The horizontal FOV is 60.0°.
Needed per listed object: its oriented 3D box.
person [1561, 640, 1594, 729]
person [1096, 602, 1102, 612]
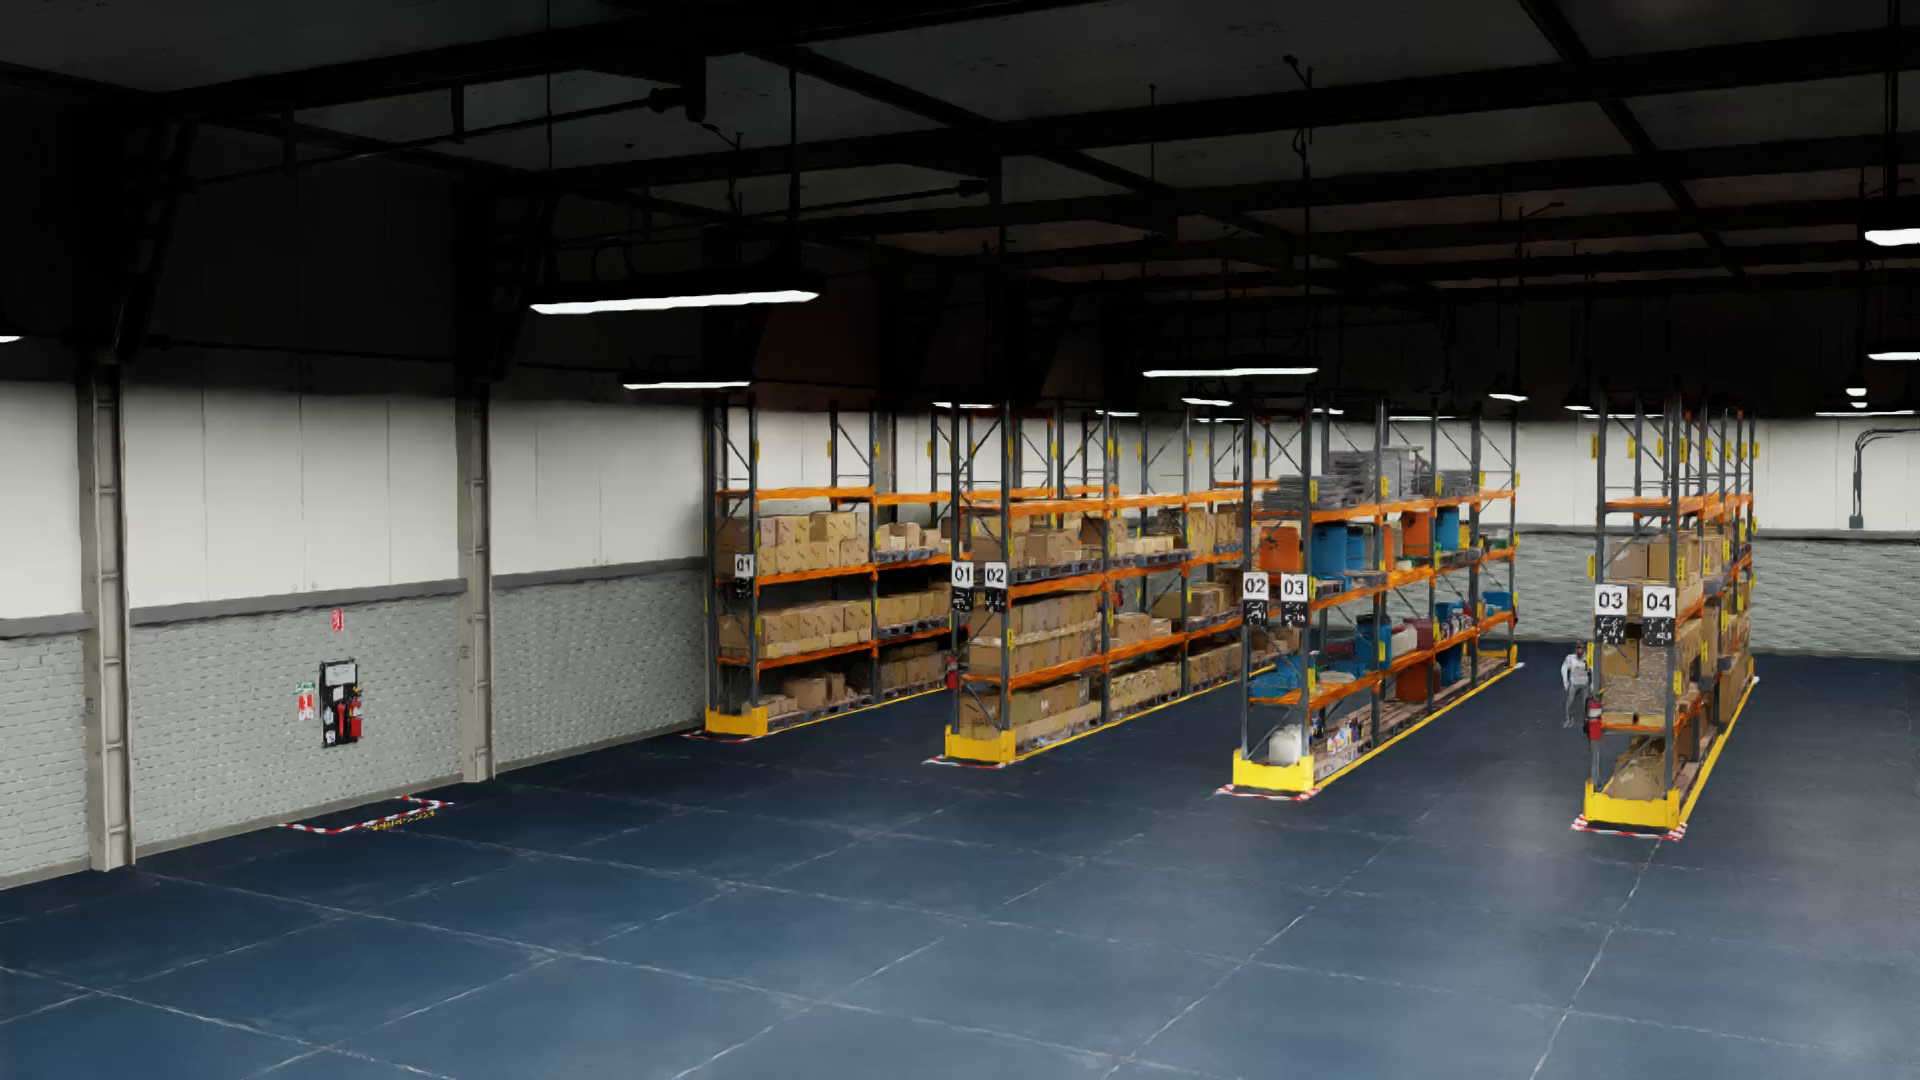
[{"bbox_3d":[11.111,2.583,29.823,0.639,1.632,0.498,2,3,26],"label":"person"},{"bbox_3d":[3.760,1.844,44.653,0.538,1.491,0.432,-1,3,-25],"label":"person"}]
